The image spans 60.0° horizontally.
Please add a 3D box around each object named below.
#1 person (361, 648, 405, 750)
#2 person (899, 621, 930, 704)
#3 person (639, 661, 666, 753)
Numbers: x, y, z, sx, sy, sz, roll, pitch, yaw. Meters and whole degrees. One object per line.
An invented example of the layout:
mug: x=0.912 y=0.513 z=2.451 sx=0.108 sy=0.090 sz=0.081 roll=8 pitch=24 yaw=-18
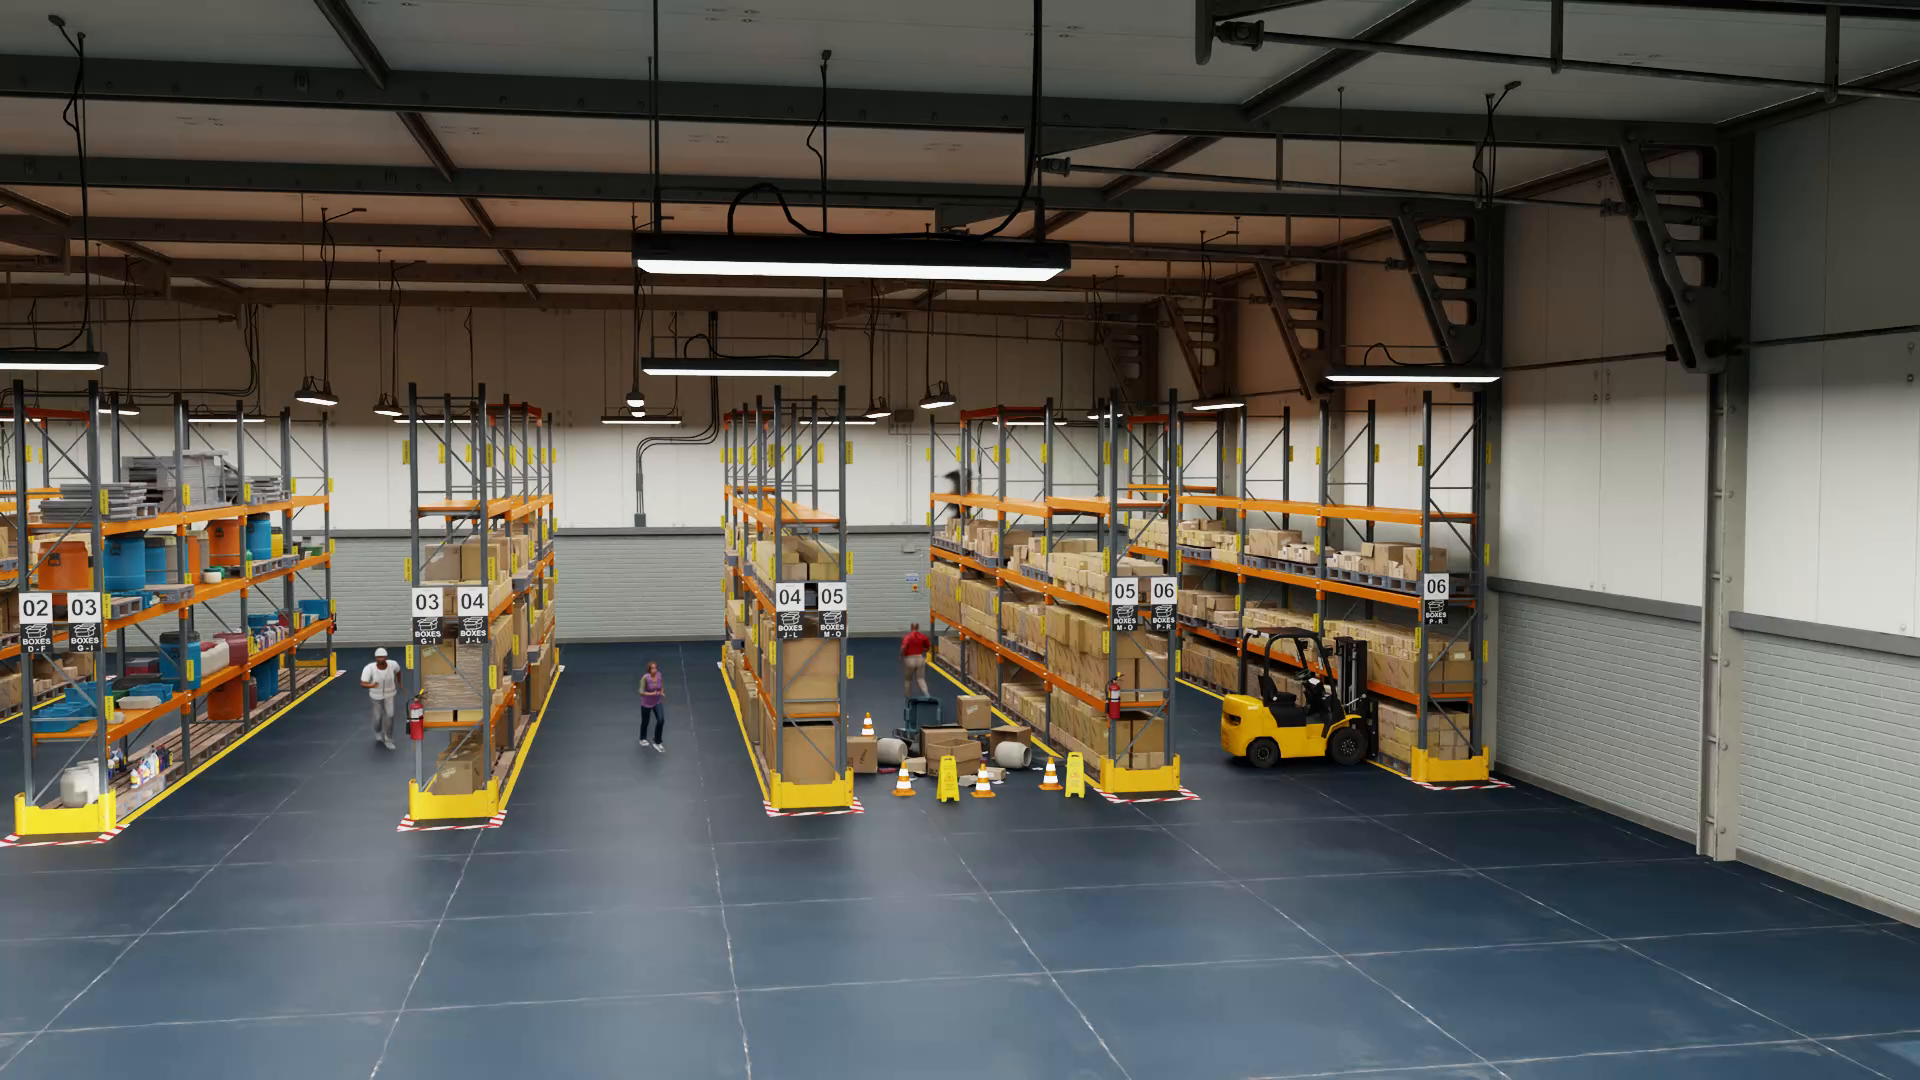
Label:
person: x=-9.890 y=2.691 z=28.502 sx=0.718 sy=1.734 sz=0.982 roll=-1 pitch=3 yaw=-22
person: x=-0.914 y=2.461 z=33.149 sx=0.678 sy=1.694 sz=0.926 roll=-1 pitch=3 yaw=-21
person: x=-5.213 y=2.803 z=28.128 sx=0.536 sy=1.560 sz=0.904 roll=-2 pitch=3 yaw=-28
